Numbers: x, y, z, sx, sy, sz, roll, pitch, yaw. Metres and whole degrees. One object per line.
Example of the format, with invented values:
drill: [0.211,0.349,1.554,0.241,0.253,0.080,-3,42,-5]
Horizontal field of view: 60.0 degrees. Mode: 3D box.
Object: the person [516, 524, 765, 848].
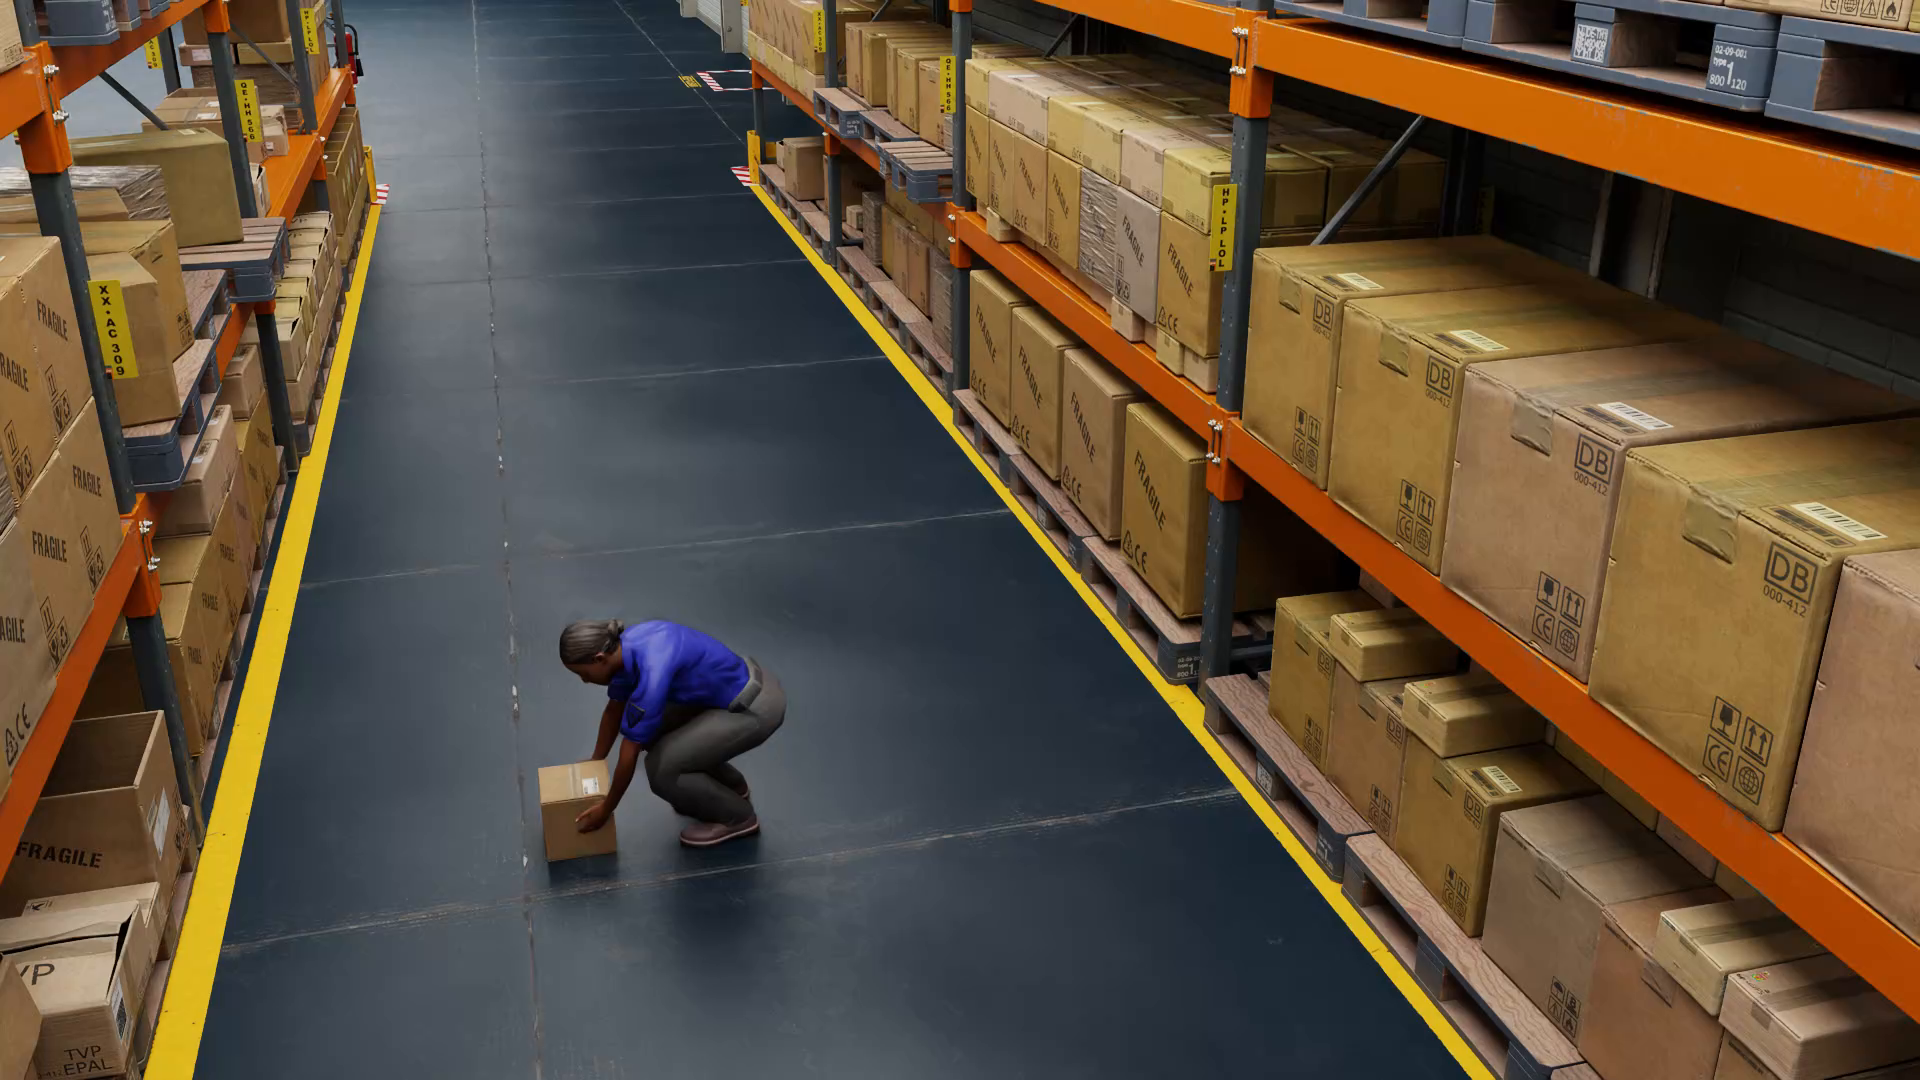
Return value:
person: [-1.111,0.500,5.955,0.824,1.253,0.410,-7,24,-16]
